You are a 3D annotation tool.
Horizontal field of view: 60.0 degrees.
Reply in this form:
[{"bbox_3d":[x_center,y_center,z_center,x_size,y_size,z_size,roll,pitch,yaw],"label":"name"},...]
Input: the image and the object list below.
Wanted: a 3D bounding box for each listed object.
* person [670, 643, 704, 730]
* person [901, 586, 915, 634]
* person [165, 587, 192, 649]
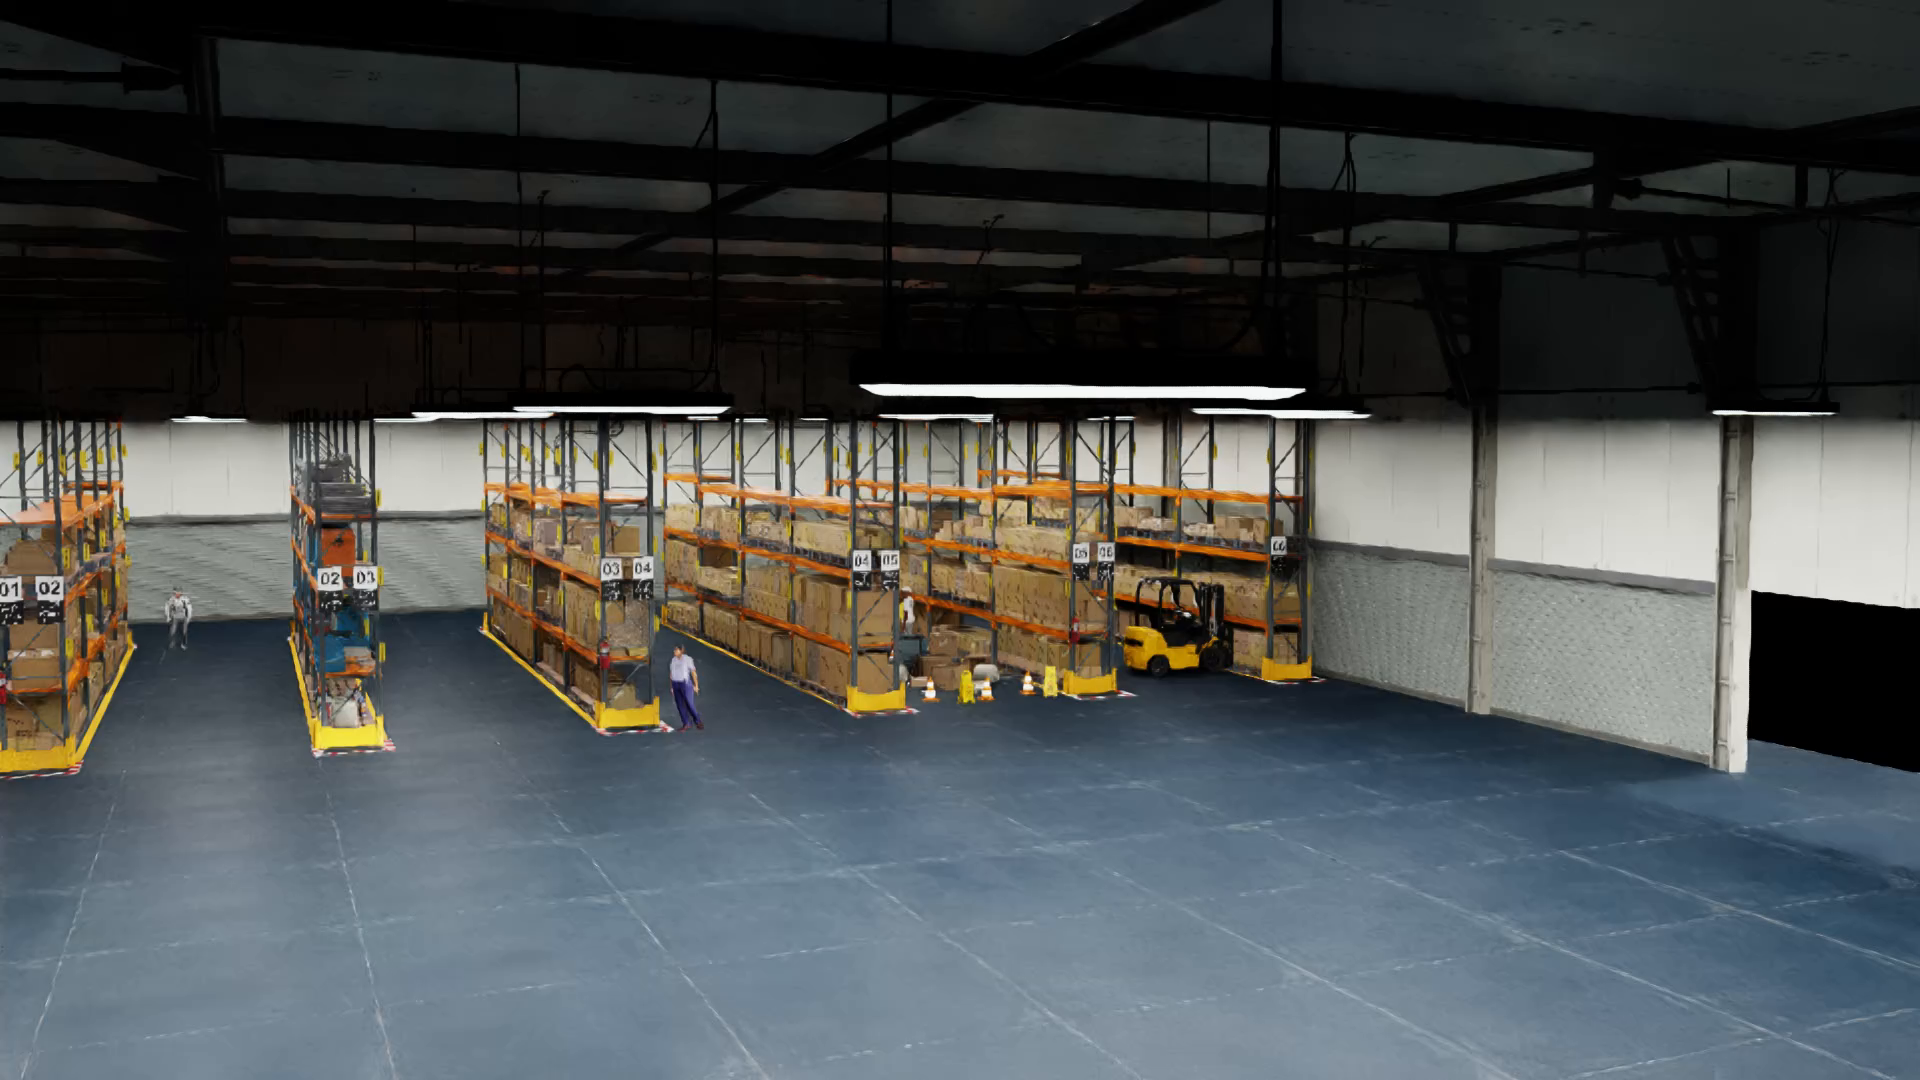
[{"bbox_3d":[-5.159,2.731,31.056,0.524,1.636,0.438,1,4,20],"label":"person"},{"bbox_3d":[-1.324,1.995,40.447,0.581,1.763,0.671,0,4,3],"label":"person"},{"bbox_3d":[-19.763,1.972,42.067,0.639,1.628,0.512,-2,4,-26],"label":"person"}]
